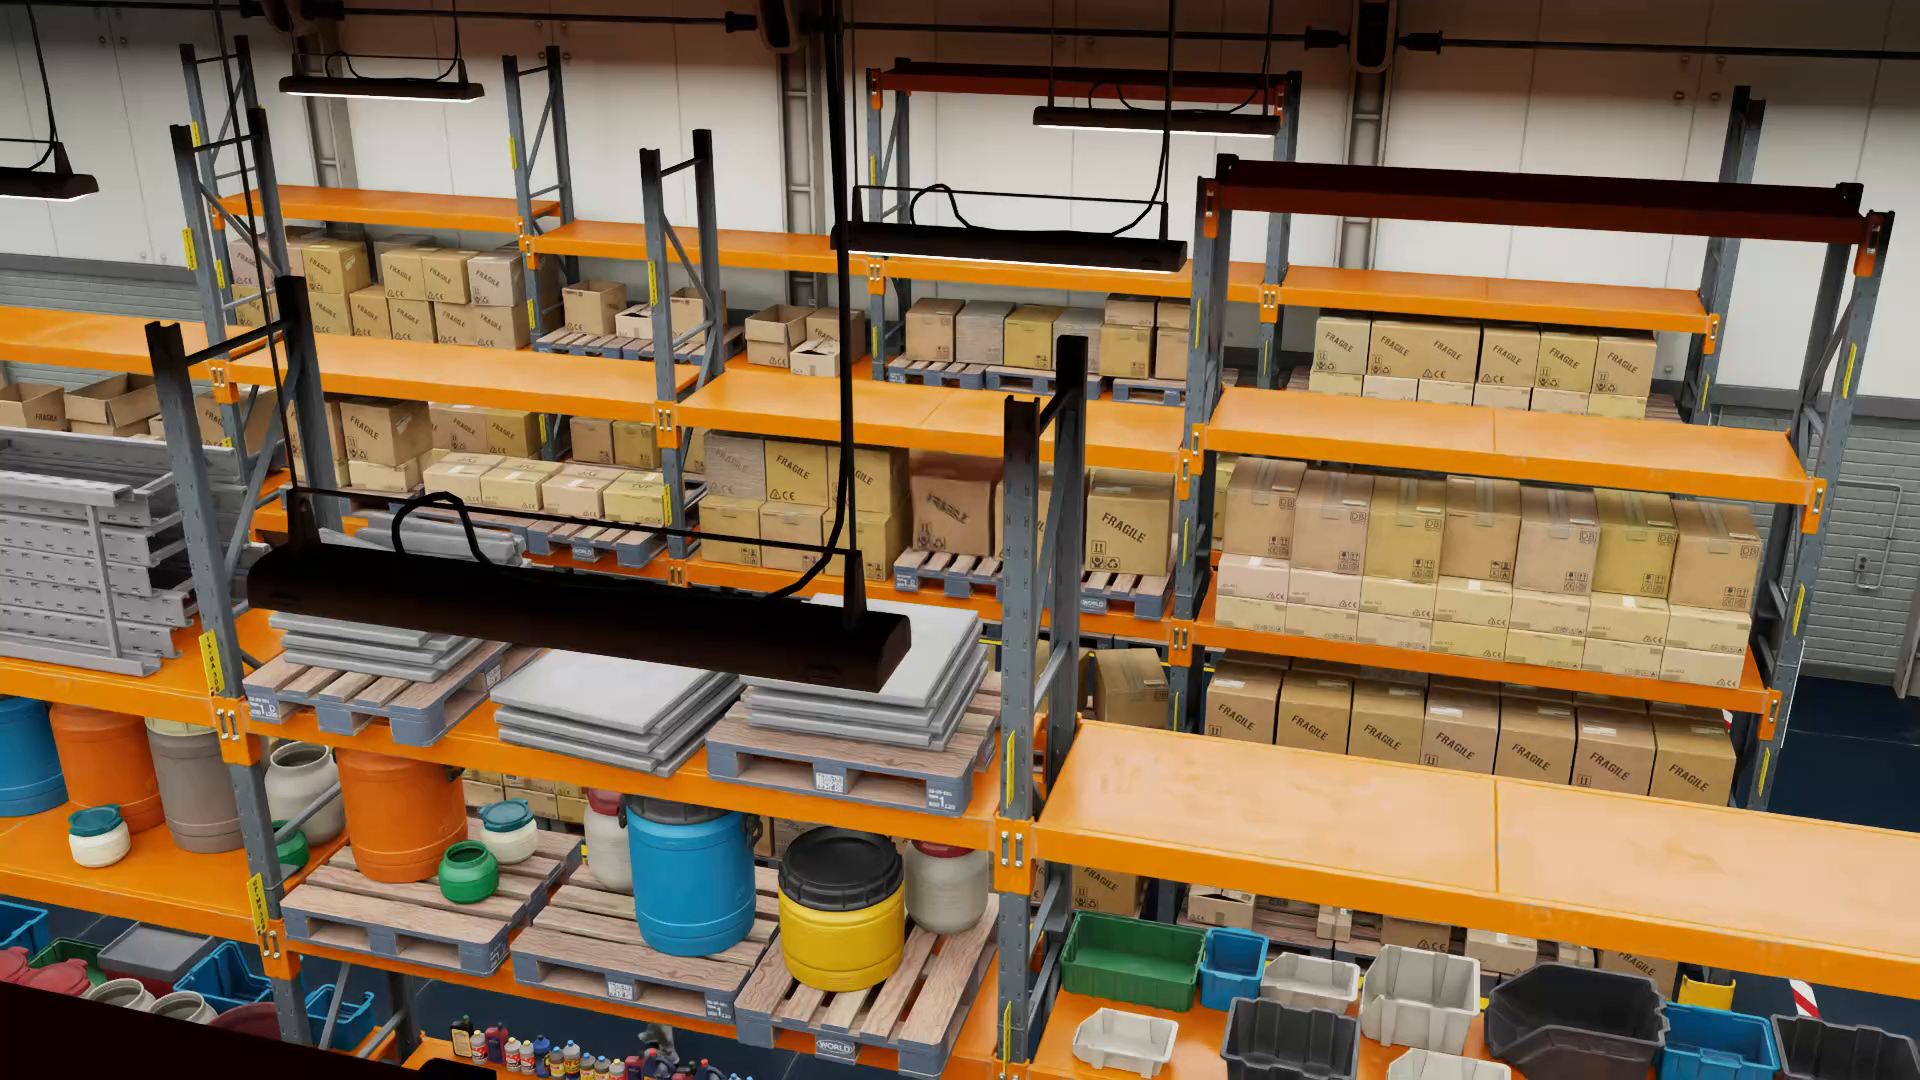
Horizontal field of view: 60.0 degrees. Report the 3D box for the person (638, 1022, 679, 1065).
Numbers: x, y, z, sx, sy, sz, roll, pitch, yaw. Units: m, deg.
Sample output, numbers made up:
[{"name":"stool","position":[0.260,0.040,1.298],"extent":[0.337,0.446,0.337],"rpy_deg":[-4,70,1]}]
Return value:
[{"name":"person","position":[-2.186,2.924,11.615],"extent":[0.516,1.735,0.537],"rpy_deg":[15,27,32]}]
